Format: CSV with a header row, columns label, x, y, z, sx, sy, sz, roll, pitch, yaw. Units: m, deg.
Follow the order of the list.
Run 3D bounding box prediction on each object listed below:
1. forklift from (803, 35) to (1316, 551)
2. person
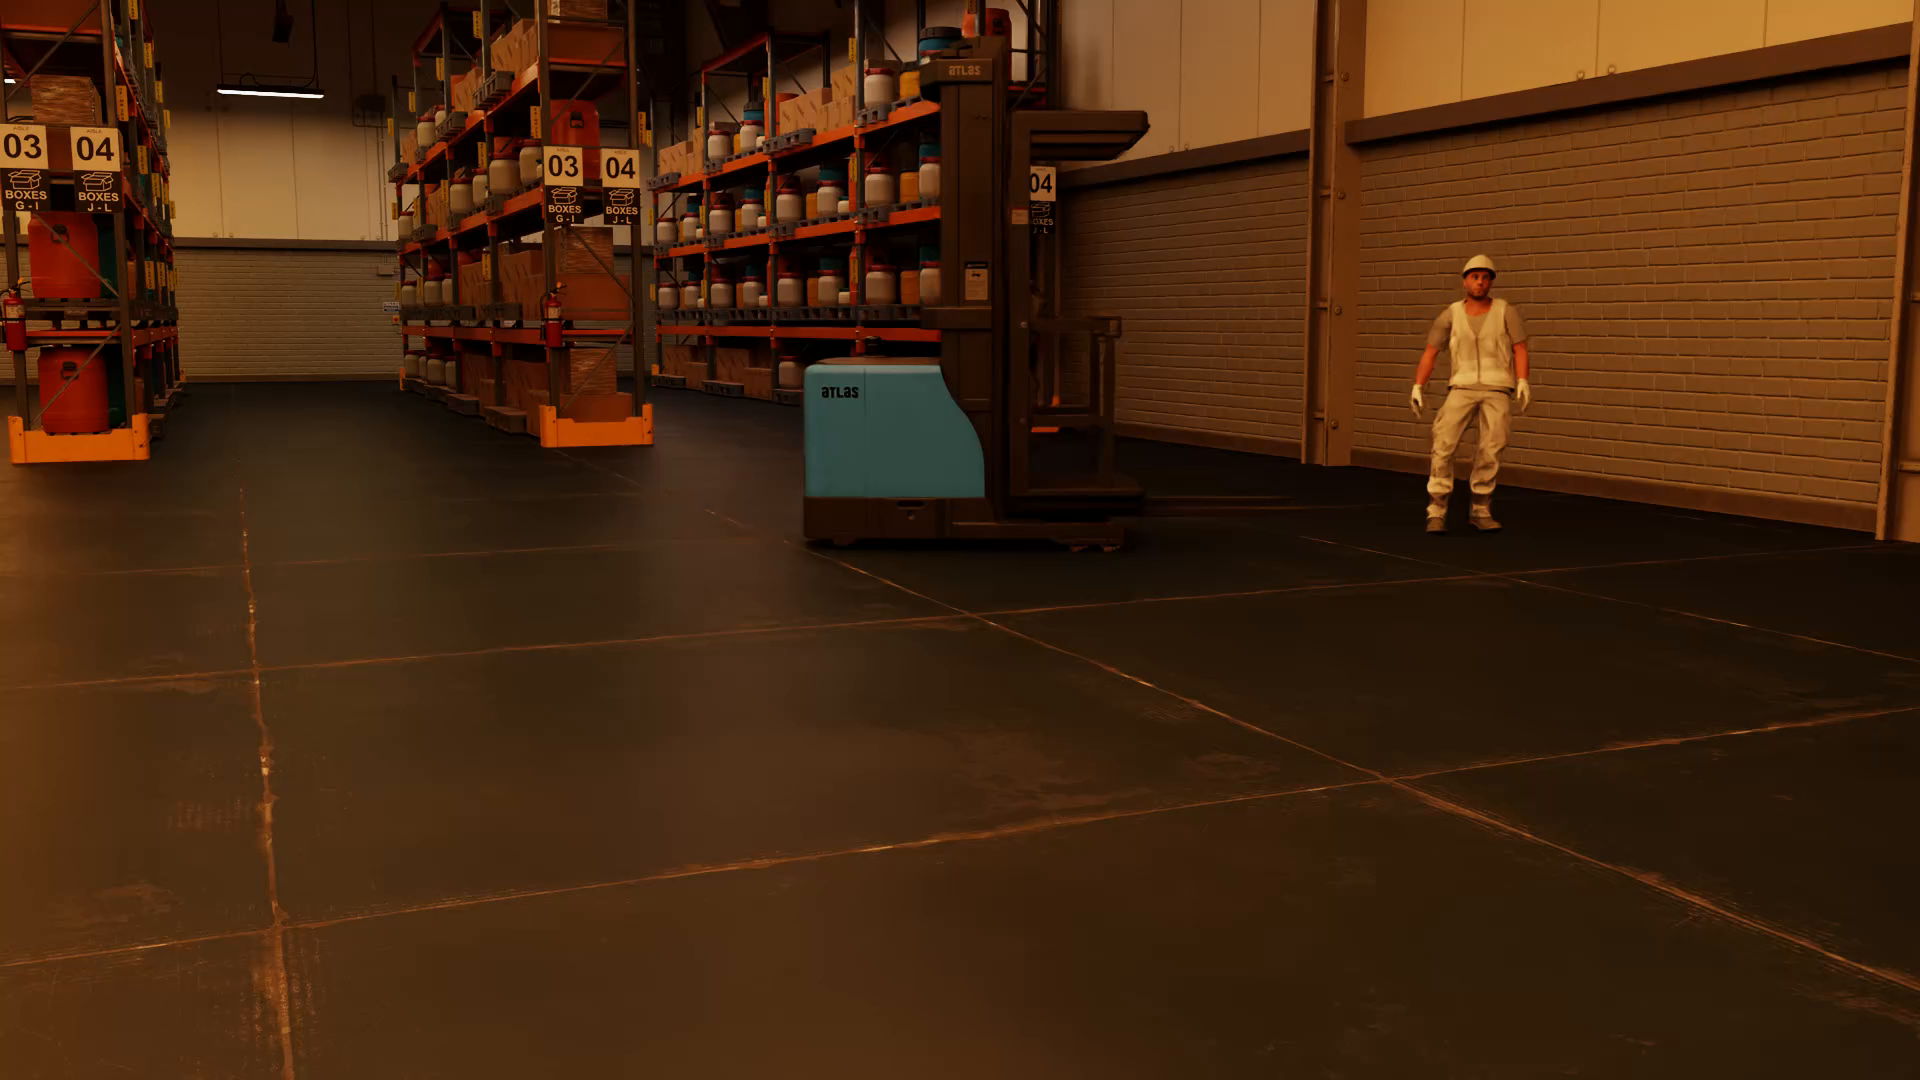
label,x,y,z,sx,sy,sz,roll,pitch,yaw
forklift,0.592,-1.459,10.003,3.031,2.935,1.130,0,8,0
person,3.207,-0.915,10.460,0.738,1.749,0.634,3,8,22
